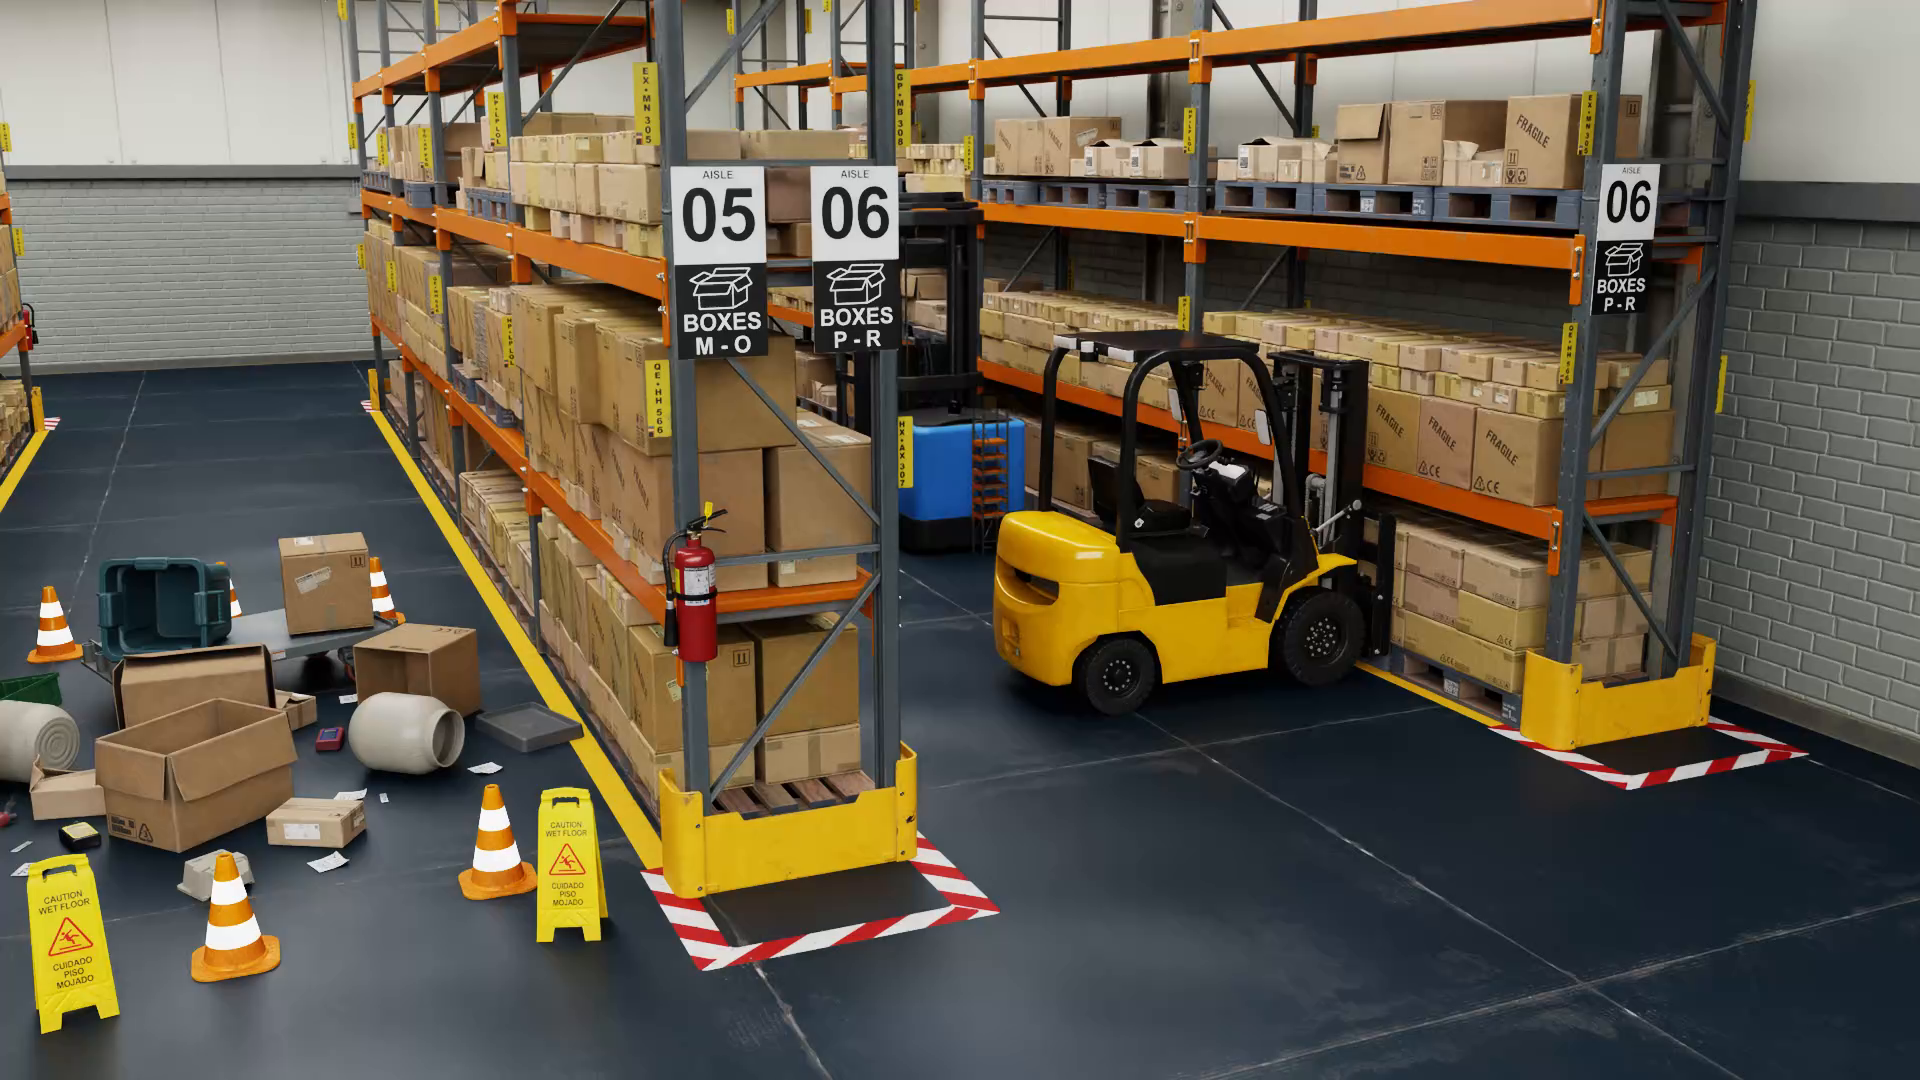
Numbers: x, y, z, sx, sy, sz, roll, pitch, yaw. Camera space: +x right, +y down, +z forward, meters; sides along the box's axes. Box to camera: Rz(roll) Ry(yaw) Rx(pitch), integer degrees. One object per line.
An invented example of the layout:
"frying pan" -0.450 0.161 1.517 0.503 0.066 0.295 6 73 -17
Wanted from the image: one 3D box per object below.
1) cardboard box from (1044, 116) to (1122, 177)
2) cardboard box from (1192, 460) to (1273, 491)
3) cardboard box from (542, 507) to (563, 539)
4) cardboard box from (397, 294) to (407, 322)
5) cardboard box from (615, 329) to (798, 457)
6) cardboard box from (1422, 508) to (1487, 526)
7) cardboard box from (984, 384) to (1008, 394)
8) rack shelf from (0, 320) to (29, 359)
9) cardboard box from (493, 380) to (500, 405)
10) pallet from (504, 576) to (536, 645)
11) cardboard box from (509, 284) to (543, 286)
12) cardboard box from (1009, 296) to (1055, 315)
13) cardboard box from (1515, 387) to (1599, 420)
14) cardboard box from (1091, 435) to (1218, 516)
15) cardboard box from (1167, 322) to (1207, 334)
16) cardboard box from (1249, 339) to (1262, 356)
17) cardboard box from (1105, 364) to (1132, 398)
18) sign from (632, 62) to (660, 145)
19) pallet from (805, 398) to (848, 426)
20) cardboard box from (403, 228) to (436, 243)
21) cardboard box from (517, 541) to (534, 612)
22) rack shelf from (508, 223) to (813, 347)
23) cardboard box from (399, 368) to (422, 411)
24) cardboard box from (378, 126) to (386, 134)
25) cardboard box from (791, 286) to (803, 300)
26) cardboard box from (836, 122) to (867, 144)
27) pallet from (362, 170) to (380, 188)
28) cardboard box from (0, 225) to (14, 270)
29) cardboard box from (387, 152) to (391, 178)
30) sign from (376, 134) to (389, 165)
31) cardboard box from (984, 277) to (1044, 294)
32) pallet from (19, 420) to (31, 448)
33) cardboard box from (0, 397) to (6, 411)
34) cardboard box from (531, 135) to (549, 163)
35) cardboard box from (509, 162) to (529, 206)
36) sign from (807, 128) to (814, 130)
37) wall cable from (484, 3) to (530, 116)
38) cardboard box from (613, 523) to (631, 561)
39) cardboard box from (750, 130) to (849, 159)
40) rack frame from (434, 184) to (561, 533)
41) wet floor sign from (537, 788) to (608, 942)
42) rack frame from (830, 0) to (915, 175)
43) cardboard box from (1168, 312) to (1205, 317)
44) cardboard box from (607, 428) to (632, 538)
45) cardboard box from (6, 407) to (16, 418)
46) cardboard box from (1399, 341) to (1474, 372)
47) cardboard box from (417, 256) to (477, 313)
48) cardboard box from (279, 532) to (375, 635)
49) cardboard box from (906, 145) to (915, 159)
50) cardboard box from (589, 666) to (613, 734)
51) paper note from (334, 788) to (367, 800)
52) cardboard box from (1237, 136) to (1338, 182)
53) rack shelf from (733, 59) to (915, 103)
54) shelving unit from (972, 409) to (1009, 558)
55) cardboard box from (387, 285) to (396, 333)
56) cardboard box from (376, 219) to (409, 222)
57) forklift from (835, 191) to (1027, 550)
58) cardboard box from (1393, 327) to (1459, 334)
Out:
"cardboard box" 1.060 -3.408 14.416 0.500 0.500 0.500 -5 14 -22
"cardboard box" 2.094 -0.424 12.499 0.500 0.250 0.500 -6 14 -24
"cardboard box" -2.375 -0.120 10.301 0.380 0.149 0.250 -5 14 -22
"cardboard box" -5.646 -2.458 17.562 0.500 0.250 0.500 -6 14 -25
"cardboard box" -1.162 -0.691 7.606 0.700 0.500 0.500 -6 14 -24
"cardboard box" 3.377 -0.050 10.881 0.500 0.250 0.500 -6 14 -23
"cardboard box" 0.407 -1.567 17.661 0.380 0.149 0.250 -5 14 -22
"rack shelf" -10.860 -1.999 17.949 1.077 0.370 4.000 -6 14 -23
"cardboard box" -3.149 -1.073 11.980 0.380 0.149 0.250 -5 14 -22
"pallet" -2.672 0.447 11.972 1.003 0.211 1.213 -6 14 -23
"cardboard box" -3.525 -1.907 14.145 0.500 0.500 0.500 -6 14 -25
"cardboard box" 0.677 -2.193 15.533 0.380 0.149 0.250 -5 14 -21
"cardboard box" 3.394 -0.785 9.449 0.380 0.149 0.250 -5 14 -22
"cardboard box" 1.664 -0.516 14.281 0.875 0.625 0.625 -6 14 -24
"cardboard box" 1.847 -1.616 13.038 0.380 0.149 0.250 -5 14 -21
"cardboard box" 2.309 -1.371 11.980 0.380 0.149 0.250 -6 14 -23
"cardboard box" 1.539 -1.311 13.715 0.500 0.250 0.500 -6 14 -23
"sign" -1.273 -1.772 6.756 0.100 0.325 0.005 -6 14 -23
"pallet" -1.291 -1.636 20.973 1.003 0.211 1.213 -6 14 -23
"cardboard box" -5.985 -3.355 18.336 0.380 0.149 0.250 -5 14 -22
"cardboard box" -2.572 0.216 11.680 0.950 0.372 0.625 -5 14 -22
"rack shelf" -1.558 -1.449 8.921 1.077 0.370 4.000 -6 14 -23
"cardboard box" -6.436 -1.871 20.553 0.875 0.438 0.875 -5 14 -21
"cardboard box" -6.496 -4.564 19.409 0.500 0.500 0.500 -5 14 -22
"cardboard box" -1.847 -3.215 21.280 0.500 0.250 0.500 -6 14 -23
"cardboard box" -1.217 -4.698 19.191 0.396 0.266 0.258 -6 14 -24
"pallet" -6.859 -4.496 20.689 1.003 0.211 1.213 -6 14 -23
"cardboard box" -11.250 -3.371 19.184 0.500 0.500 0.500 -6 14 -24
"cardboard box" -5.684 -3.870 17.151 0.396 0.266 0.258 -6 14 -23
"sign" -6.072 -4.105 17.481 0.100 0.325 0.005 -6 14 -23
"cardboard box" 0.522 -2.401 16.936 0.500 0.500 0.500 -5 14 -20
"pallet" -11.338 -1.217 19.161 1.003 0.211 1.213 -6 14 -23
"cardboard box" -10.610 -1.457 18.083 0.380 0.149 0.250 -6 14 -23
"cardboard box" -2.223 -2.221 9.450 0.380 0.149 0.250 -6 14 -23
"cardboard box" -2.434 -2.169 10.109 0.500 0.250 0.500 -6 14 -24
"sign" -2.103 -5.618 23.376 0.100 0.325 0.005 -6 14 -23
"wall cable" -6.445 -7.632 27.307 2.988 3.039 0.133 -6 14 -23
"cardboard box" -1.520 -0.008 8.309 0.380 0.149 0.250 -5 14 -22
"cardboard box" -0.712 -1.744 7.390 0.380 0.149 0.250 -6 14 -23
"rack frame" -3.962 -1.578 14.534 1.000 3.000 0.127 -6 14 -23
"wet floor sign" -1.661 1.358 7.071 0.267 0.644 0.232 -1 13 -4
"rack frame" -1.017 -5.776 19.369 1.000 3.000 0.127 -6 14 -23
"cardboard box" 1.963 -1.820 13.920 0.380 0.149 0.250 -6 14 -24
"cardboard box" -1.423 -0.310 8.174 0.500 0.500 0.500 -6 14 -23
"cardboard box" -10.674 -1.372 18.378 0.380 0.149 0.250 -5 14 -20
"cardboard box" 2.959 -1.140 10.324 0.380 0.149 0.250 -5 14 -22
"cardboard box" -4.814 -2.405 15.670 0.500 0.500 0.500 -6 14 -23
"cardboard box" -3.978 0.265 10.438 0.500 0.500 0.500 -6 14 -23
"cardboard box" -0.344 -4.067 17.424 0.380 0.149 0.250 -6 14 -23
"cardboard box" -1.742 0.852 9.202 0.500 0.250 0.500 -6 14 -25
"paper note" -3.162 1.323 8.613 0.148 0.019 0.142 -1 13 -4
"cardboard box" 2.297 -2.678 11.679 0.500 0.311 0.500 -5 14 -22
"rack shelf" -1.818 -5.837 21.236 1.077 0.370 4.000 -6 14 -23
"shelving unit" 0.251 -0.469 13.733 0.258 1.200 0.189 -6 14 -25
"cardboard box" -6.195 -2.631 18.865 0.500 0.500 0.500 -6 14 -24
"cardboard box" -7.107 -3.936 20.847 0.380 0.149 0.250 -5 14 -22
"forklift" -0.528 -1.632 14.919 1.130 2.935 3.031 -6 14 -25
"cardboard box" 3.148 -1.349 11.225 0.380 0.149 0.250 -5 14 -21
